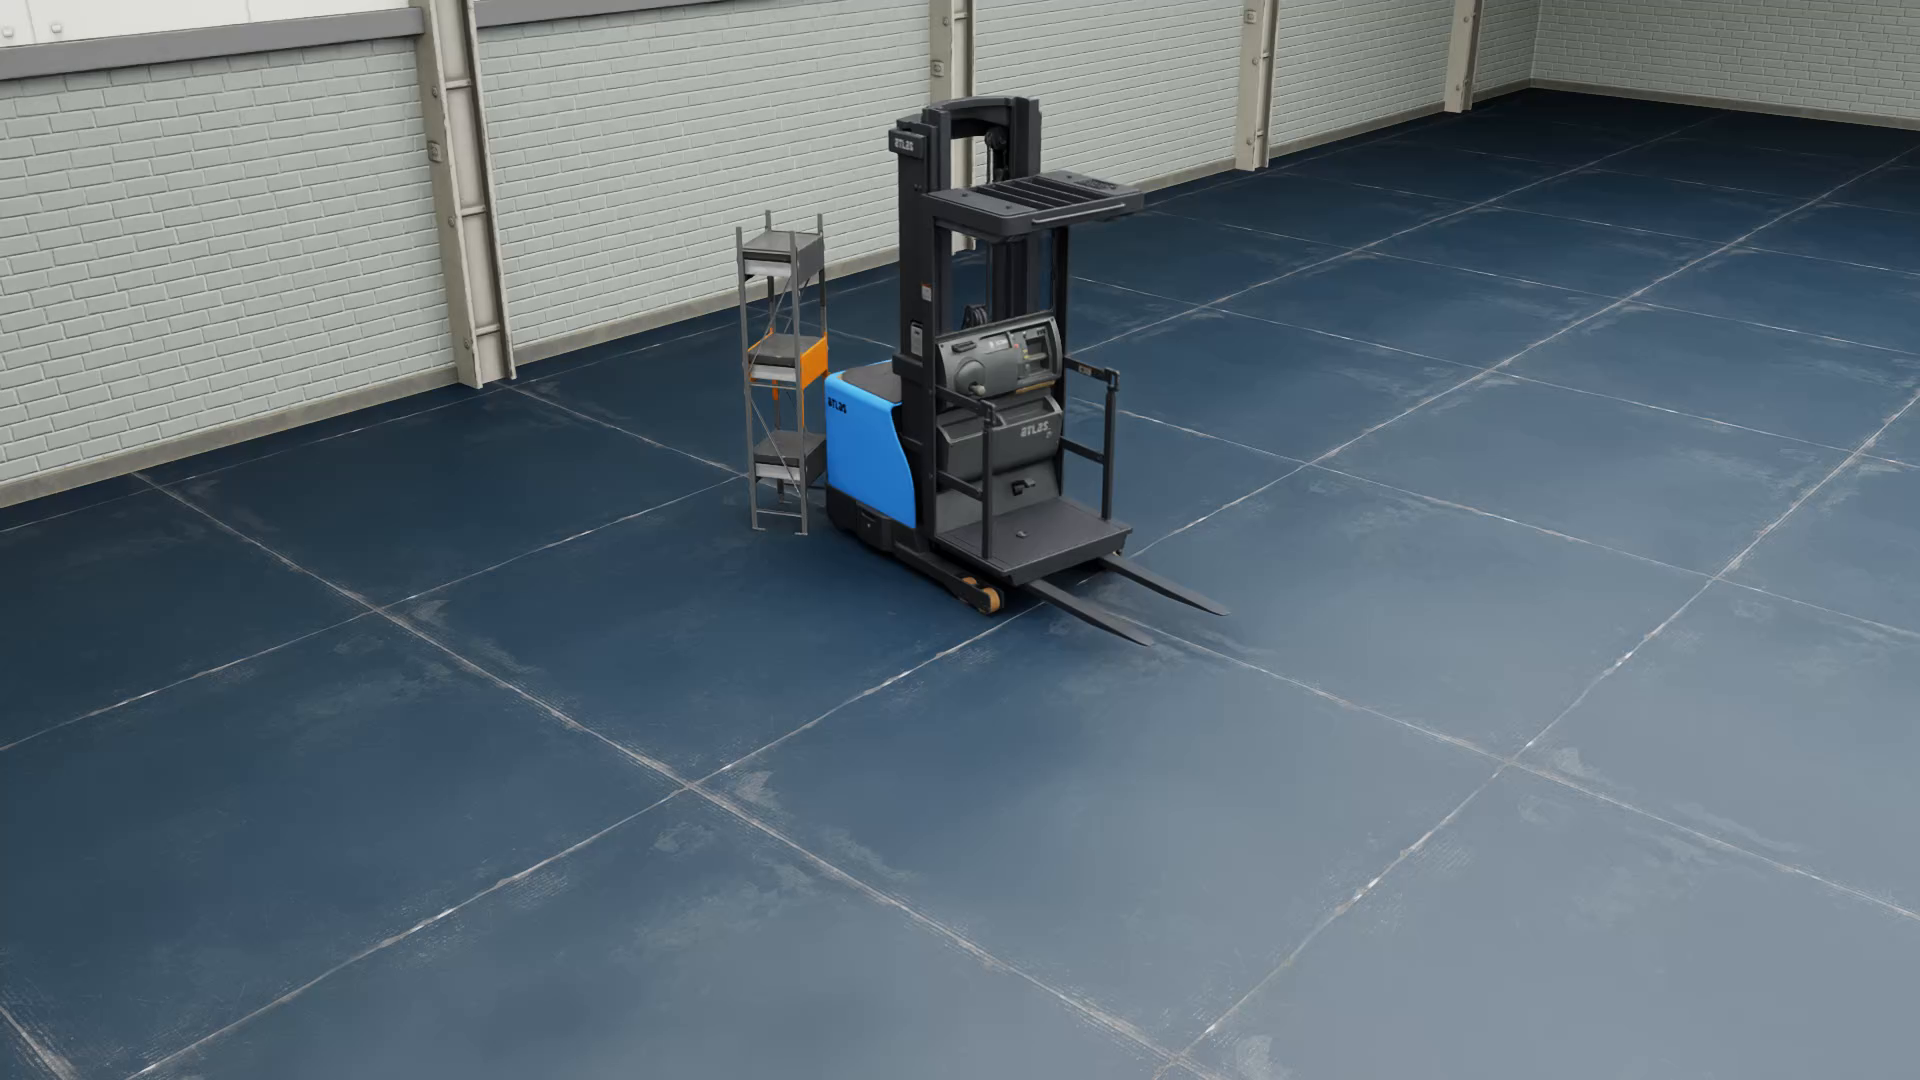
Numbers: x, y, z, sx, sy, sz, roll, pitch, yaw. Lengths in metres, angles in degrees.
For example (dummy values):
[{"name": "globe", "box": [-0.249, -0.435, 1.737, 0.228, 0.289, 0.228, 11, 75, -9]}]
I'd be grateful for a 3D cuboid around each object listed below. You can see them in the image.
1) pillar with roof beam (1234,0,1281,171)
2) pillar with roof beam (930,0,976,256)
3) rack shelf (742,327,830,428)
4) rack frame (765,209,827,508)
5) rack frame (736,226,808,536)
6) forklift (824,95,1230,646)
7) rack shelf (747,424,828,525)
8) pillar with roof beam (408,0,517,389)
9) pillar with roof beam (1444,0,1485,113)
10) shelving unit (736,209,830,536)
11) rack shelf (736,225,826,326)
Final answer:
[{"name": "pillar with roof beam", "box": [7.137, -7.971, 18.028, 9.100, 9.000, 0.400, 20, 31, 38]}, {"name": "pillar with roof beam", "box": [3.133, -6.143, 13.951, 9.100, 9.000, 0.400, 20, 31, 38]}, {"name": "rack shelf", "box": [-1.162, -1.094, 11.156, 0.431, 0.518, 0.480, 7, 25, 15]}, {"name": "rack frame", "box": [-1.093, -1.202, 11.364, 0.400, 2.100, 0.015, 7, 25, 15]}, {"name": "rack frame", "box": [-1.230, -1.010, 10.937, 0.400, 2.100, 0.015, 7, 25, 15]}, {"name": "forklift", "box": [0.387, -1.108, 10.139, 1.130, 2.935, 3.031, -18, 30, -34]}, {"name": "rack shelf", "box": [-1.162, -0.455, 11.442, 0.431, 0.518, 0.480, 7, 25, 15]}, {"name": "pillar with roof beam", "box": [-0.871, -4.315, 9.874, 9.100, 9.000, 0.400, 20, 31, 38]}, {"name": "pillar with roof beam", "box": [11.142, -9.799, 22.105, 9.100, 9.000, 0.400, 20, 31, 38]}, {"name": "shelving unit", "box": [-1.162, -1.106, 11.151, 0.431, 2.100, 0.503, 7, 25, 15]}, {"name": "rack shelf", "box": [-1.162, -1.732, 10.870, 0.431, 0.518, 0.480, 7, 25, 15]}]
